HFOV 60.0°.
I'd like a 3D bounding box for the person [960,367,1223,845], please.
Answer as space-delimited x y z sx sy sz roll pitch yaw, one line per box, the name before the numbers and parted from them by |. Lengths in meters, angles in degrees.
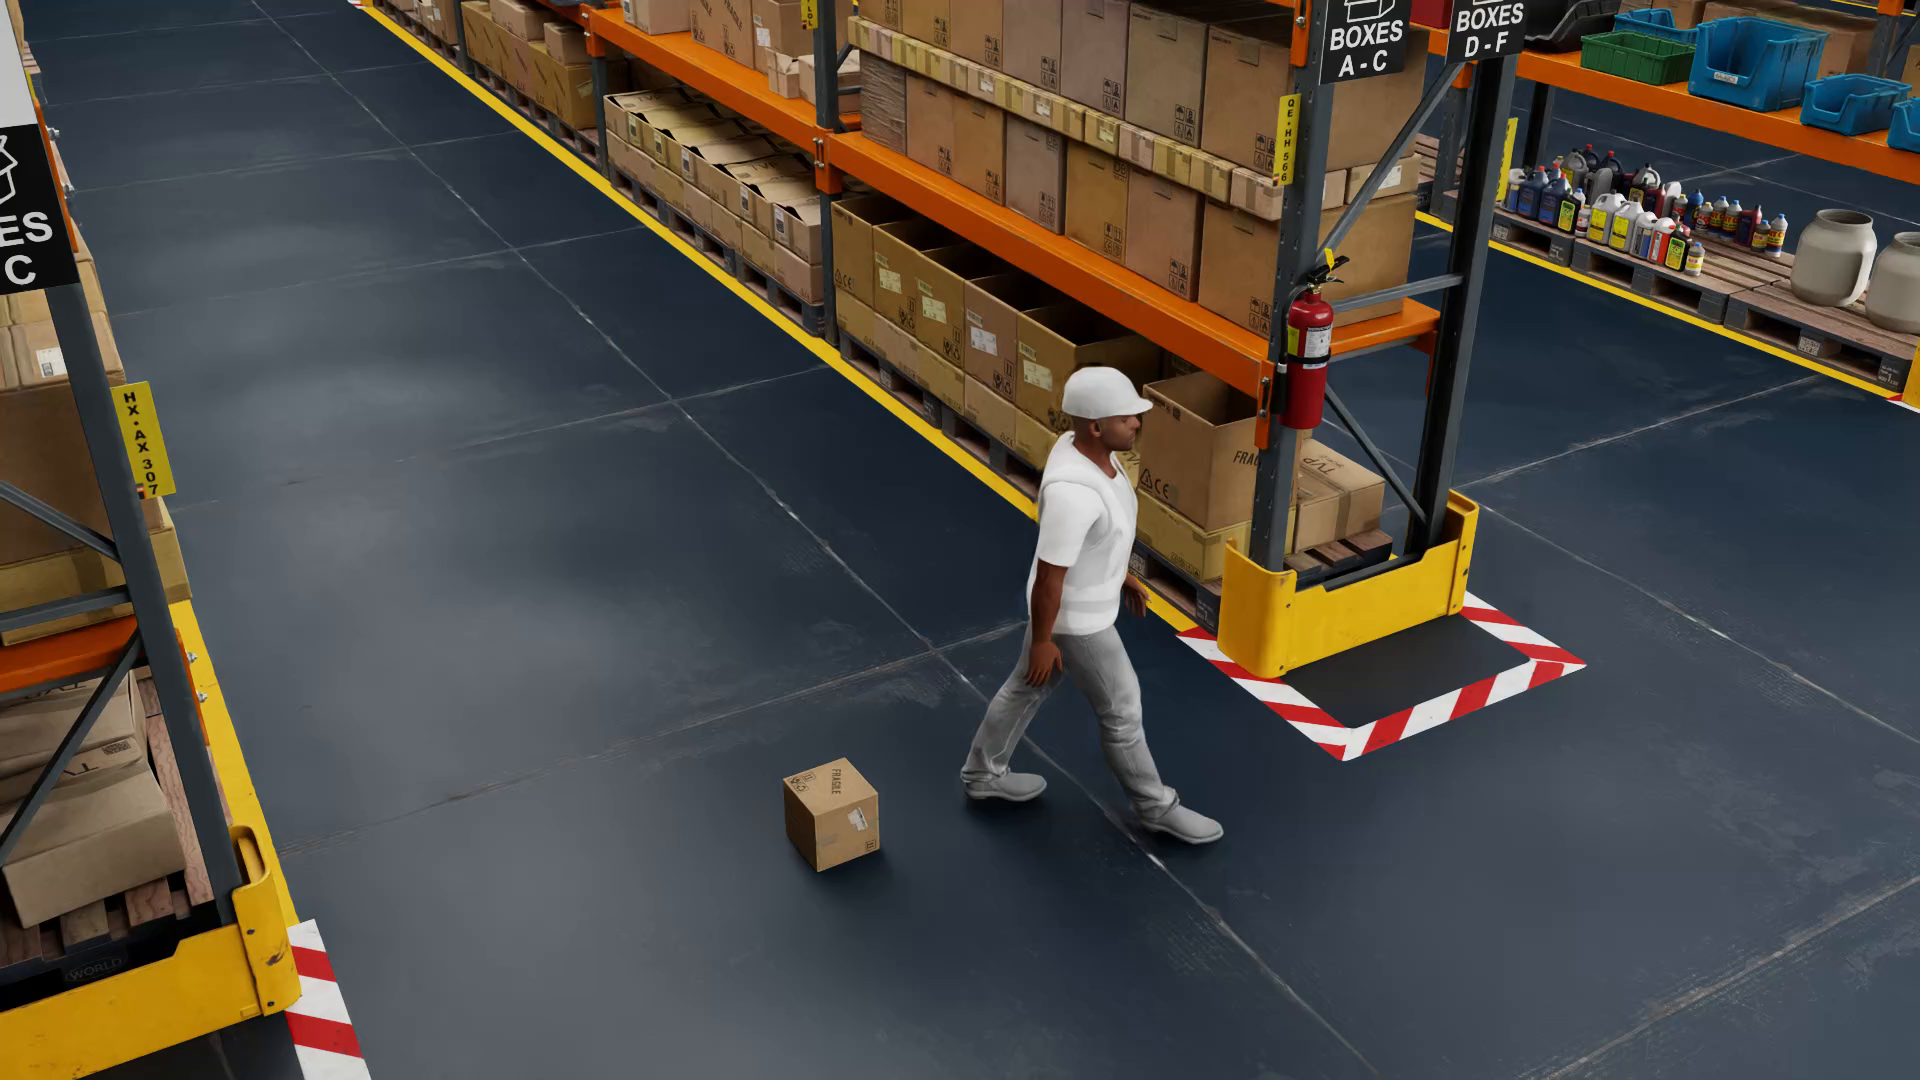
person | 0.471 0.212 5.691 0.946 1.714 0.586 1 29 2
